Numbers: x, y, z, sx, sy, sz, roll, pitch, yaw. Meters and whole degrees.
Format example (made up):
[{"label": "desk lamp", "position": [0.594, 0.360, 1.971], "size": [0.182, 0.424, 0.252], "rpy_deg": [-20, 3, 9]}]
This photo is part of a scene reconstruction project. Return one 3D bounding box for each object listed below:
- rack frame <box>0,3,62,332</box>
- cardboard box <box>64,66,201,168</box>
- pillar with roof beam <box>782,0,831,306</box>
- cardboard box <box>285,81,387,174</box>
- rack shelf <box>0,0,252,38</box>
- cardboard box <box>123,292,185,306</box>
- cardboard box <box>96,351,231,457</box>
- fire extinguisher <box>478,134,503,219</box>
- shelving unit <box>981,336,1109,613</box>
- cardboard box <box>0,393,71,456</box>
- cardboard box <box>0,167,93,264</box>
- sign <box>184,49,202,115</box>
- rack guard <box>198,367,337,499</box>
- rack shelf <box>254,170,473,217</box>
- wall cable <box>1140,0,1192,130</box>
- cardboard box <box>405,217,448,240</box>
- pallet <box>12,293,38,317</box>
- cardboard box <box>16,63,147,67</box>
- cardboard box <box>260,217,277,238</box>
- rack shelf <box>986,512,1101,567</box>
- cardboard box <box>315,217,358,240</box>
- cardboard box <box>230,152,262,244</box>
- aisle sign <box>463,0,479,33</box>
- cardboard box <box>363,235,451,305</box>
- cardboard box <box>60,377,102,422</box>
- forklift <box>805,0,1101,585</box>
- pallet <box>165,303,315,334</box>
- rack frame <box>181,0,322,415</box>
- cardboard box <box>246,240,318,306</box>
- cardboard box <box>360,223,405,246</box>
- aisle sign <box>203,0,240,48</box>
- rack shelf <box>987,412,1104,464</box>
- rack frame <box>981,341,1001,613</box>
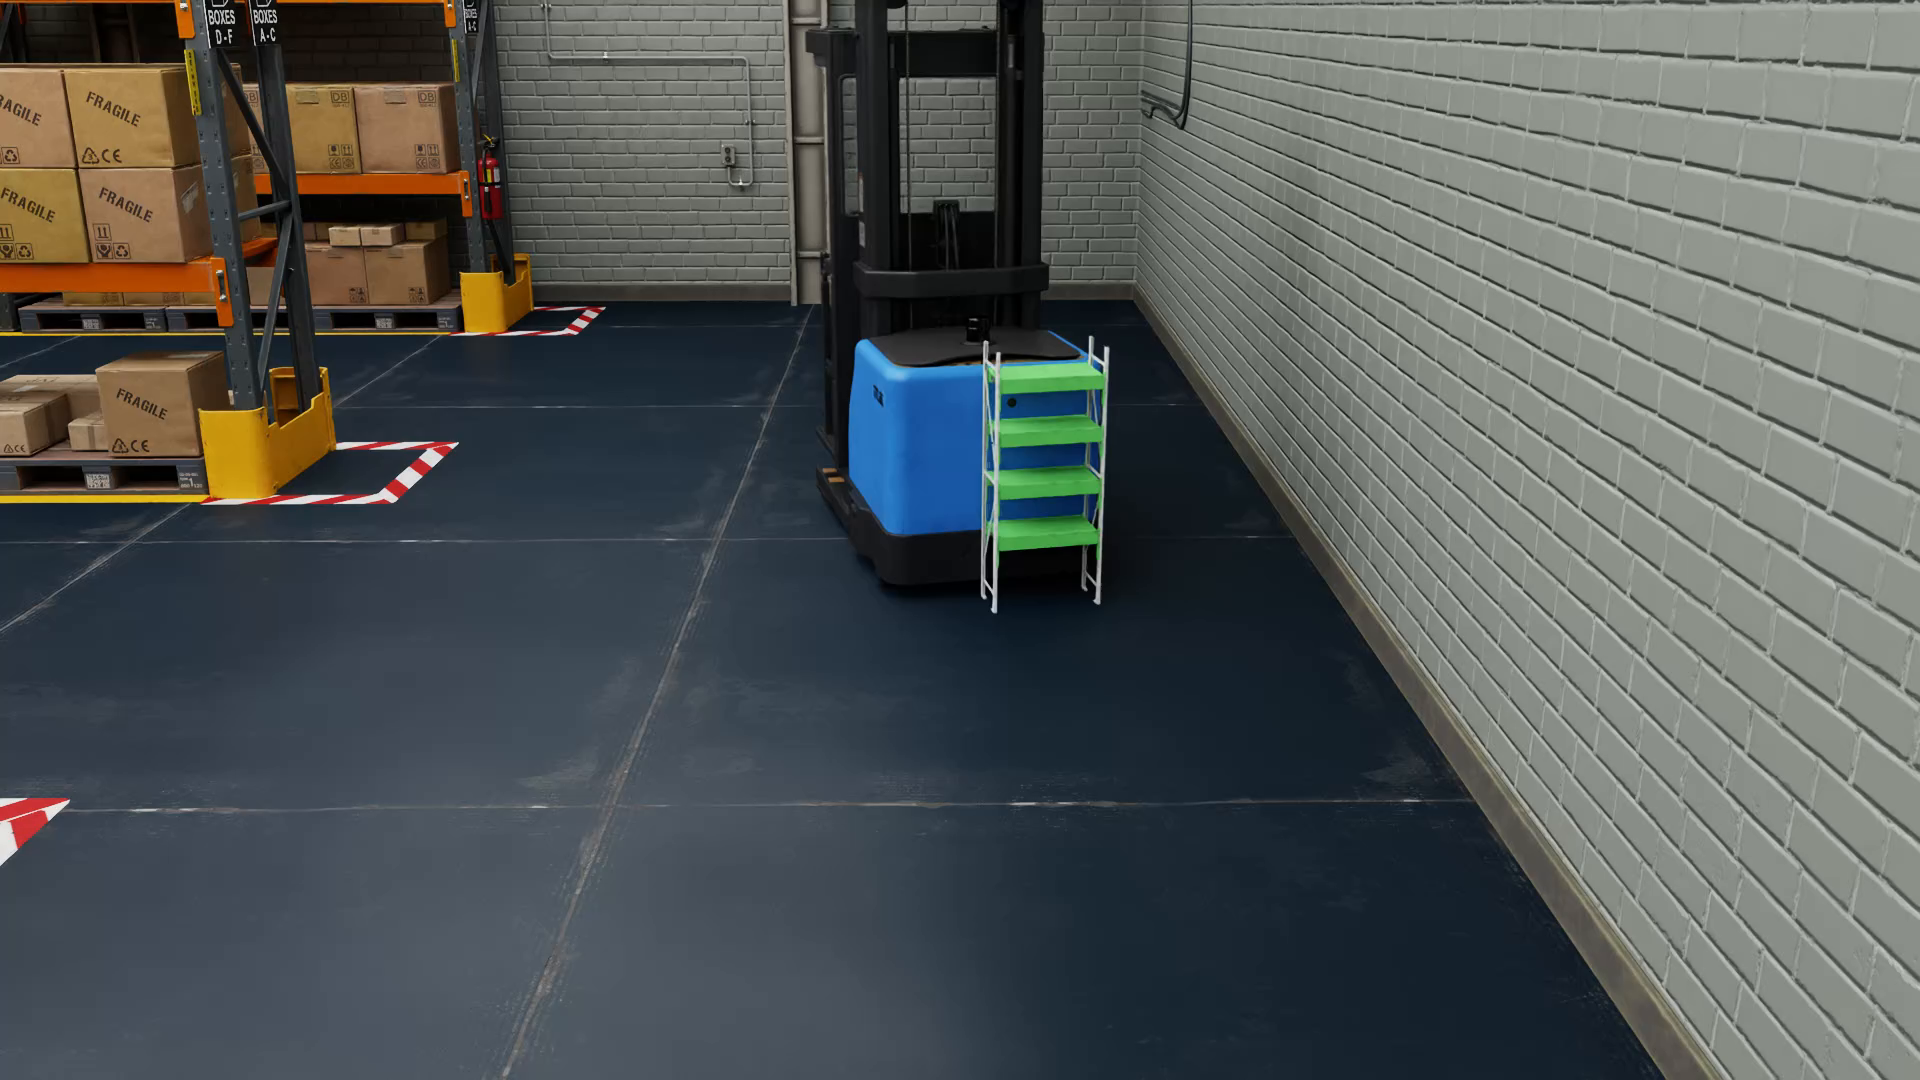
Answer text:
[{"label": "rack frame", "position": [-8.038, -3.329, 14.014], "size": [0.127, 3.000, 1.000], "rpy_deg": [0, 18, -1]}, {"label": "cardboard box", "position": [-4.397, -2.273, 8.922], "size": [0.500, 0.500, 0.500], "rpy_deg": [0, 18, -1]}, {"label": "pillar with roof beam", "position": [-1.285, -5.167, 9.924], "size": [0.400, 9.000, 9.100], "rpy_deg": [0, 18, -1]}, {"label": "cardboard box", "position": [-5.276, -3.479, 13.990], "size": [0.700, 0.700, 0.980], "rpy_deg": [0, 18, -1]}, {"label": "rack shelf", "position": [-5.956, -2.911, 8.980], "size": [4.000, 0.370, 1.077], "rpy_deg": [0, 18, -1]}, {"label": "cardboard box", "position": [-6.786, -2.312, 14.250], "size": [0.500, 0.500, 0.700], "rpy_deg": [0, 18, -1]}, {"label": "cardboard box", "position": [-4.496, -0.777, 9.430], "size": [0.500, 0.500, 0.500], "rpy_deg": [0, 18, -1]}, {"label": "fire extinguisher", "position": [-3.880, -2.994, 13.706], "size": [0.183, 0.674, 0.296], "rpy_deg": [0, 18, -1]}, {"label": "shelving unit", "position": [0.373, -0.291, 7.478], "size": [0.503, 1.200, 0.258], "rpy_deg": [-4, 20, -13]}, {"label": "cardboard box", "position": [-5.447, -0.662, 9.483], "size": [0.500, 0.250, 0.500], "rpy_deg": [0, 18, -1]}, {"label": "cardboard box", "position": [-4.919, -1.794, 9.066], "size": [0.500, 0.500, 0.500], "rpy_deg": [0, 18, 0]}, {"label": "sign", "position": [-3.968, -2.368, 8.604], "size": [0.005, 0.325, 0.100], "rpy_deg": [0, 18, -1]}, {"label": "rack guard", "position": [-4.033, -0.645, 9.739], "size": [0.348, 0.500, 1.175], "rpy_deg": [0, 18, -1]}, {"label": "rack shelf", "position": [-6.038, -2.996, 14.154], "size": [4.000, 0.370, 1.077], "rpy_deg": [0, 18, -1]}, {"label": "wall cable", "position": [1.622, -4.644, 13.377], "size": [0.112, 2.526, 3.097], "rpy_deg": [0, 18, -1]}, {"label": "cardboard box", "position": [-4.615, -2.695, 14.380], "size": [0.250, 0.149, 0.380], "rpy_deg": [0, 18, 0]}, {"label": "pallet", "position": [-8.808, -1.974, 14.357], "size": [1.213, 0.211, 1.003], "rpy_deg": [0, 18, -1]}, {"label": "cardboard box", "position": [-4.927, -2.433, 9.420], "size": [0.500, 0.500, 0.500], "rpy_deg": [0, 18, 0]}, {"label": "cardboard box", "position": [-5.883, -2.688, 14.359], "size": [0.250, 0.149, 0.380], "rpy_deg": [0, 18, 0]}, {"label": "rack shelf", "position": [0.371, -0.004, 7.578], "size": [0.480, 0.148, 0.258], "rpy_deg": [-4, 20, -13]}, {"label": "cardboard box", "position": [-5.372, -2.691, 14.368], "size": [0.250, 0.149, 0.380], "rpy_deg": [0, 18, 0]}, {"label": "cardboard box", "position": [-4.404, -1.961, 9.587], "size": [0.500, 0.500, 0.500], "rpy_deg": [0, 18, 0]}, {"label": "aisle sign", "position": [-3.962, -4.495, 13.393], "size": [0.004, 0.787, 0.394], "rpy_deg": [0, 18, -1]}, {"label": "cardboard box", "position": [-4.737, -2.324, 14.287], "size": [0.500, 0.500, 0.700], "rpy_deg": [0, 18, -1]}, {"label": "cardboard box", "position": [-5.005, -0.817, 9.965], "size": [0.500, 0.250, 0.500], "rpy_deg": [0, 18, -1]}, {"label": "forklift", "position": [-0.182, -1.598, 8.730], "size": [1.130, 2.935, 3.031], "rpy_deg": [-4, 18, -13]}, {"label": "pallet", "position": [-6.054, -1.988, 14.398], "size": [1.213, 0.211, 1.003], "rpy_deg": [0, 18, -1]}, {"label": "rack frame", "position": [-3.957, -1.835, 9.358], "size": [0.127, 3.000, 1.000], "rpy_deg": [0, 18, -1]}, {"label": "cardboard box", "position": [-5.740, -2.319, 14.271], "size": [0.500, 0.500, 0.700], "rpy_deg": [-1, 18, -3]}, {"label": "cardboard box", "position": [-4.862, -2.577, 14.012], "size": [0.250, 0.149, 0.380], "rpy_deg": [0, 18, -2]}, {"label": "aisle sign", "position": [-3.884, -2.980, 8.671], "size": [0.004, 0.787, 0.394], "rpy_deg": [0, 18, -1]}, {"label": "rack shelf", "position": [0.374, -0.457, 7.420], "size": [0.480, 0.148, 0.258], "rpy_deg": [-4, 20, -13]}, {"label": "rack frame", "position": [0.136, -0.273, 7.424], "size": [0.015, 1.200, 0.240], "rpy_deg": [-4, 20, -13]}]
